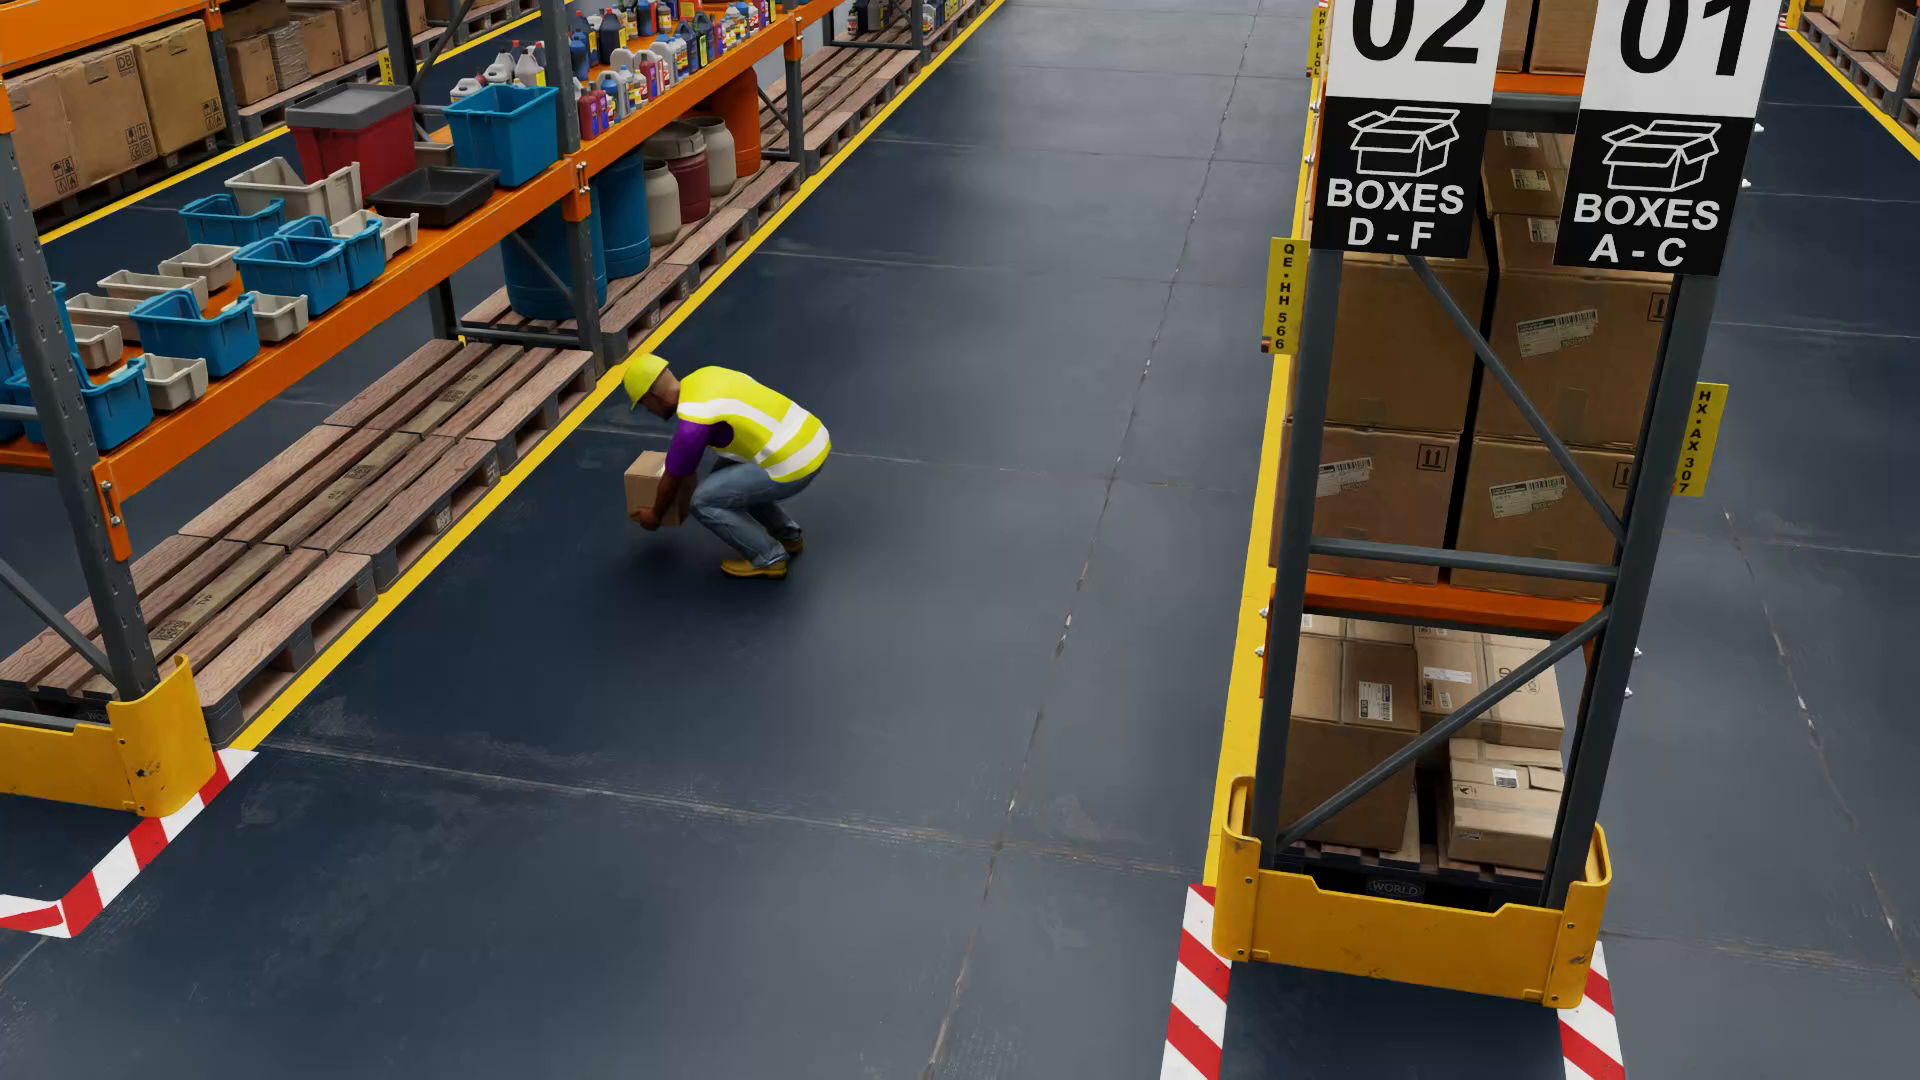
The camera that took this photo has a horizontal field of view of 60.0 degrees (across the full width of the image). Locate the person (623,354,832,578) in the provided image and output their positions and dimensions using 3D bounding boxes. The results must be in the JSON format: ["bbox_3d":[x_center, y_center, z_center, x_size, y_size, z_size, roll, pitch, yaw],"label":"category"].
[{"bbox_3d":[-1.054,-0.350,7.539,0.912,1.010,0.537,5,29,9],"label":"person"}]
